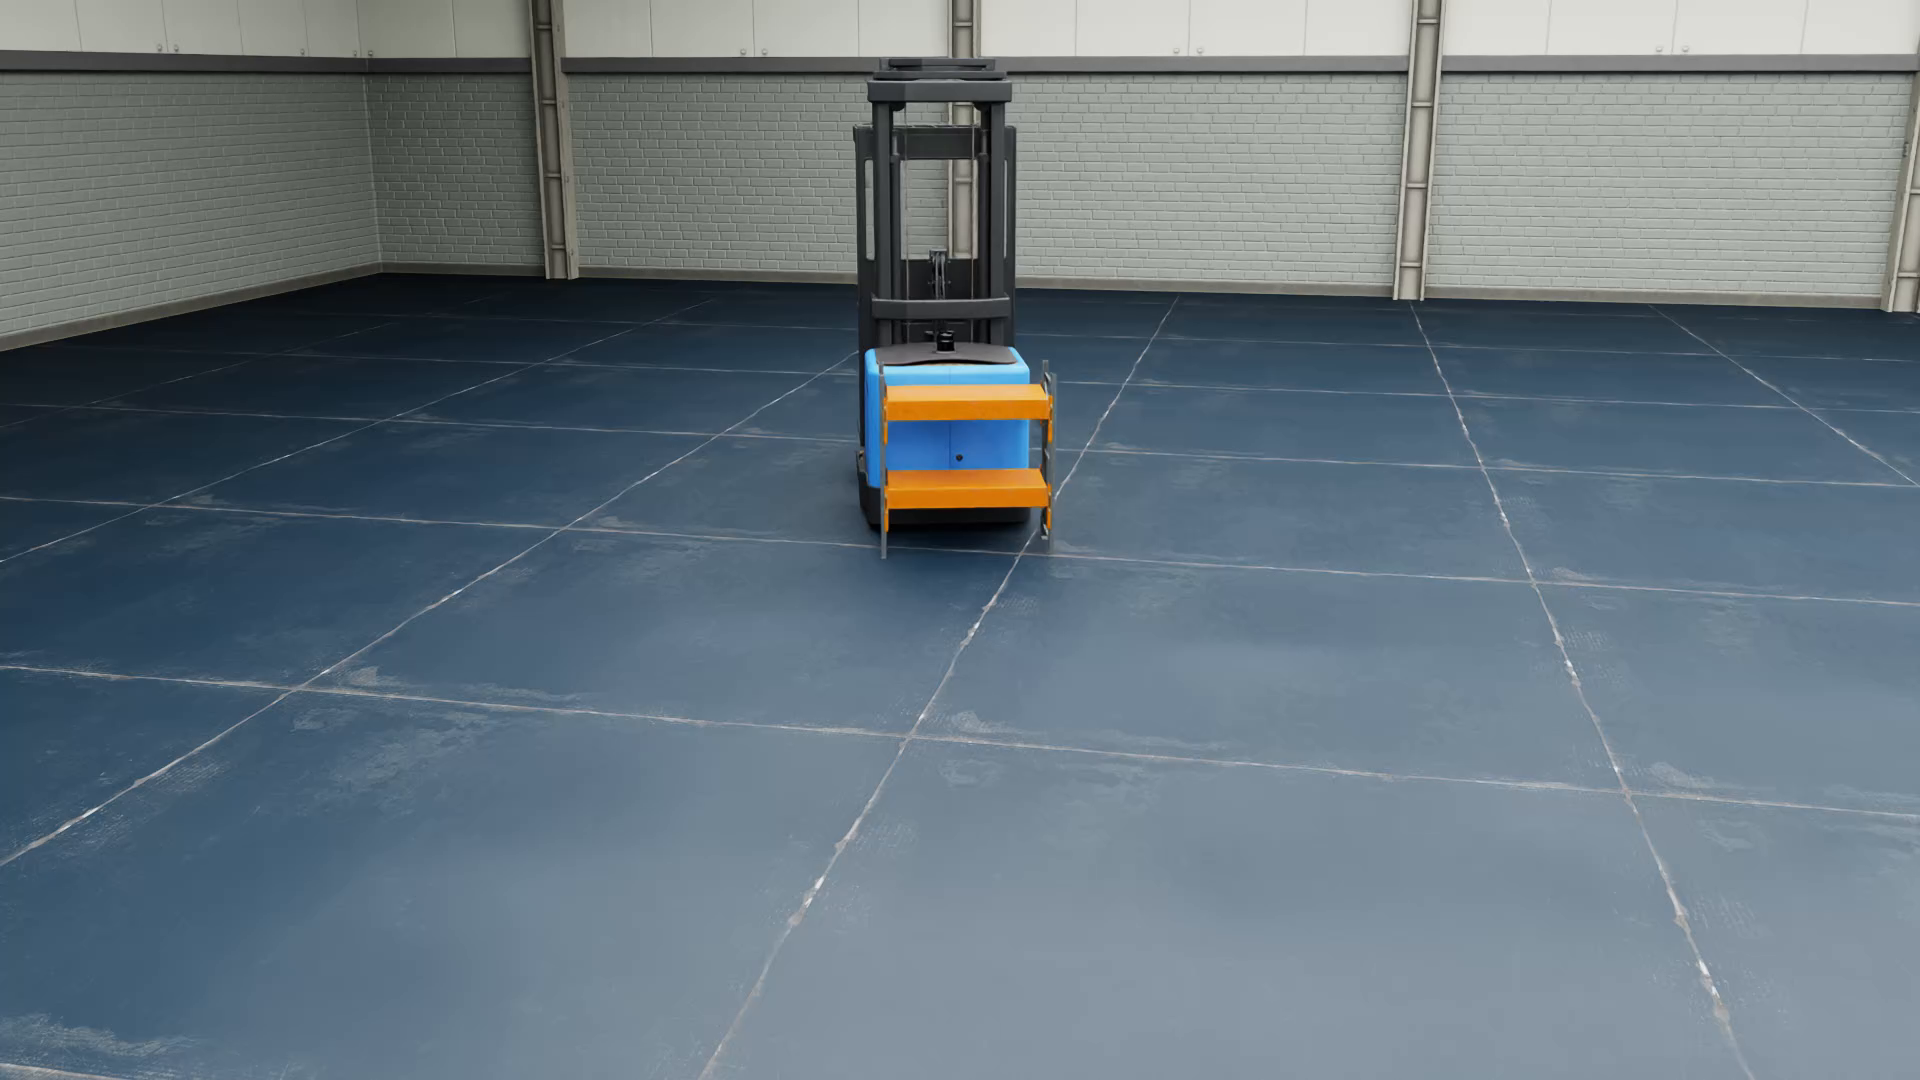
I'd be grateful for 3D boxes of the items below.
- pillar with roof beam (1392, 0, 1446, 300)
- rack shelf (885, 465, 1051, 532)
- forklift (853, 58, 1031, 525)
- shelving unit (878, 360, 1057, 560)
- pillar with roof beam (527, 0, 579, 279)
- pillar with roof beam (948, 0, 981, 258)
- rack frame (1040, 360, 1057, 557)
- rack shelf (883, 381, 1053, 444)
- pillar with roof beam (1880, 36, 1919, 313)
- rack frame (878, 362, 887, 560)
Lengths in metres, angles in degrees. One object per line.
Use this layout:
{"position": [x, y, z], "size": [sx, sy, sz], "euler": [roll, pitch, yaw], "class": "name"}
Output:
{"position": [5.083, -6.413, 16.788], "size": [0.400, 9.000, 9.100], "euler": [3, 16, 11], "class": "pillar with roof beam"}
{"position": [0.034, -0.260, 10.240], "size": [1.000, 0.278, 0.538], "euler": [-1, 16, -3], "class": "rack shelf"}
{"position": [-0.183, -1.852, 11.687], "size": [1.130, 2.935, 3.031], "euler": [-1, 16, -5], "class": "forklift"}
{"position": [0.034, -0.496, 10.175], "size": [1.048, 1.125, 0.538], "euler": [-1, 16, -3], "class": "shelving unit"}
{"position": [-6.677, -7.052, 19.093], "size": [0.400, 9.000, 9.100], "euler": [3, 16, 11], "class": "pillar with roof beam"}
{"position": [-0.797, -6.733, 17.940], "size": [0.400, 9.000, 9.100], "euler": [3, 16, 11], "class": "pillar with roof beam"}
{"position": [0.542, -0.504, 10.203], "size": [0.032, 1.125, 0.500], "euler": [-1, 16, -3], "class": "rack frame"}
{"position": [0.034, -0.778, 10.097], "size": [1.000, 0.278, 0.538], "euler": [-1, 16, -3], "class": "rack shelf"}
{"position": [10.962, -6.094, 15.636], "size": [0.400, 9.000, 9.100], "euler": [3, 16, 11], "class": "pillar with roof beam"}
{"position": [-0.473, -0.488, 10.147], "size": [0.032, 1.125, 0.500], "euler": [-1, 16, -3], "class": "rack frame"}
